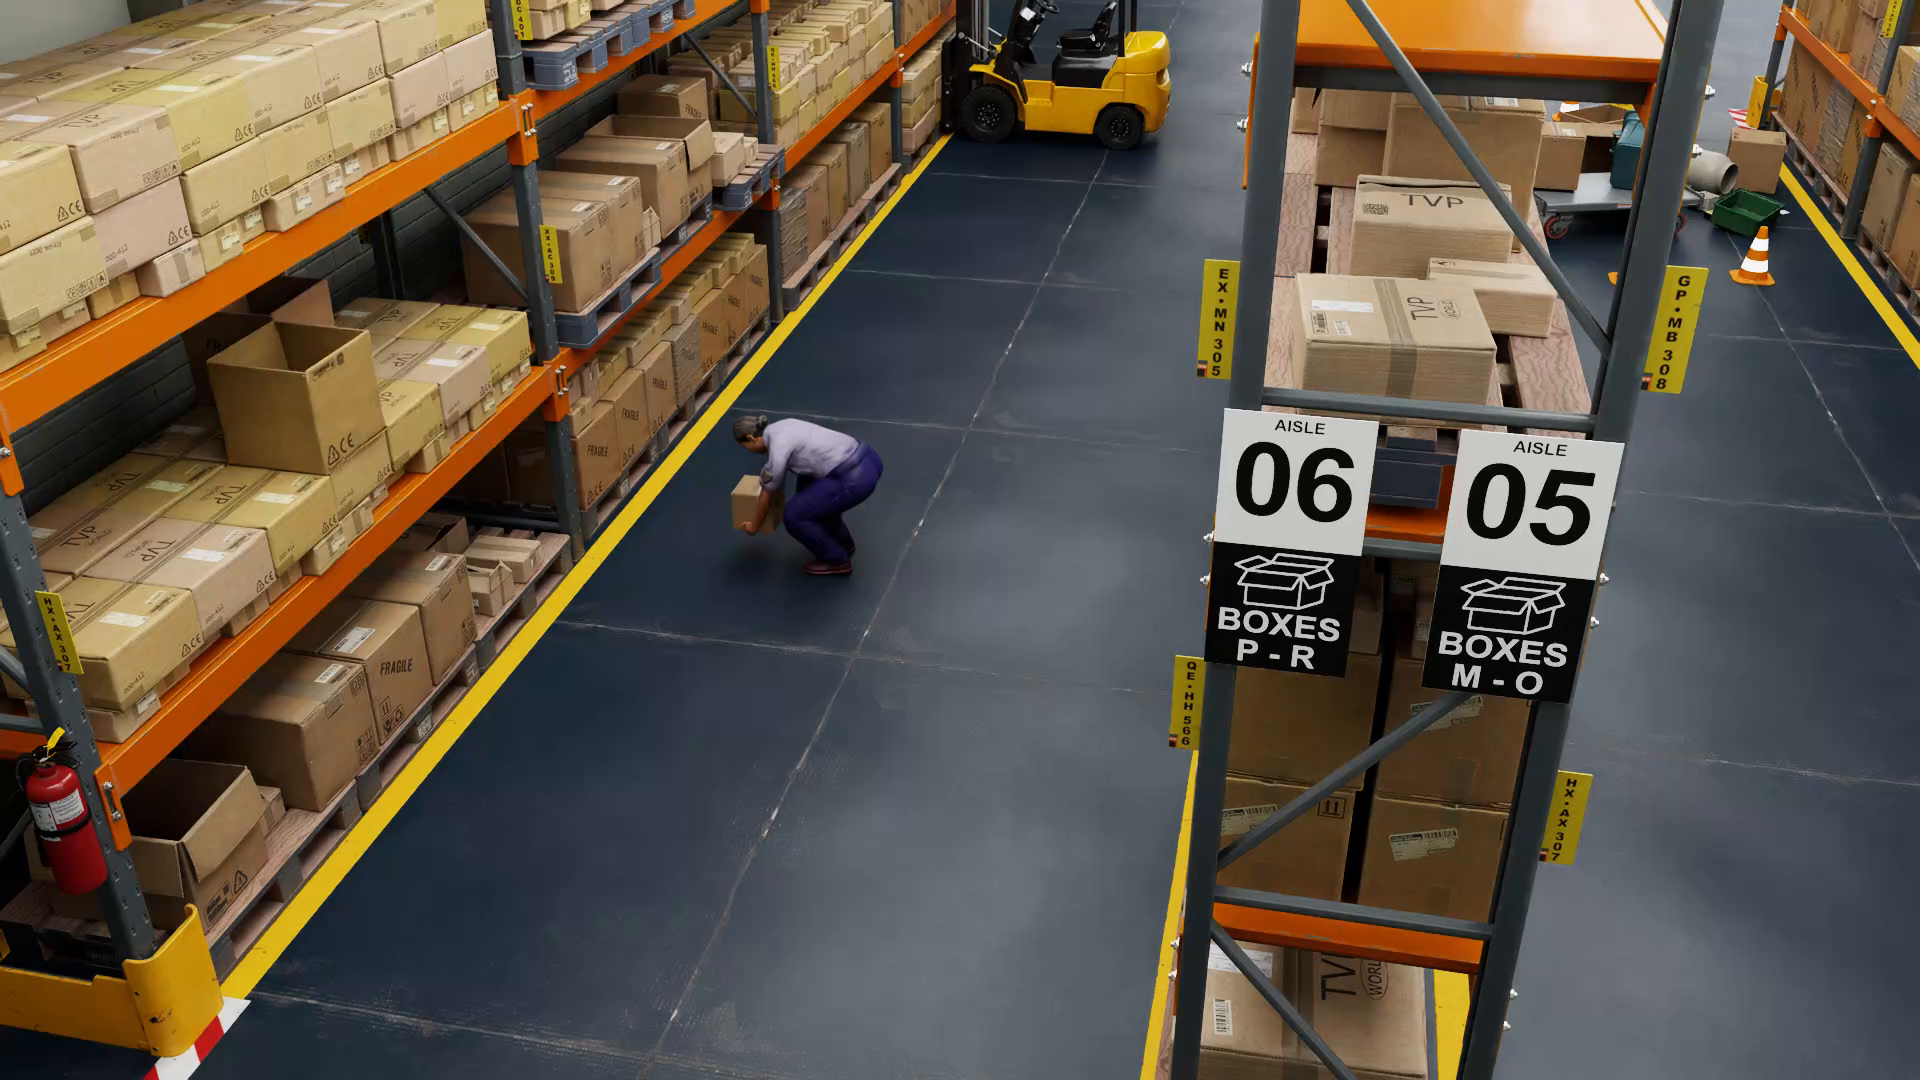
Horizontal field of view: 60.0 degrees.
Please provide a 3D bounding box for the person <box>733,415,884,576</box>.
[{"bbox_3d":[-0.899,-0.294,9.890,0.874,0.944,0.515,5,29,9],"label":"person"}]
